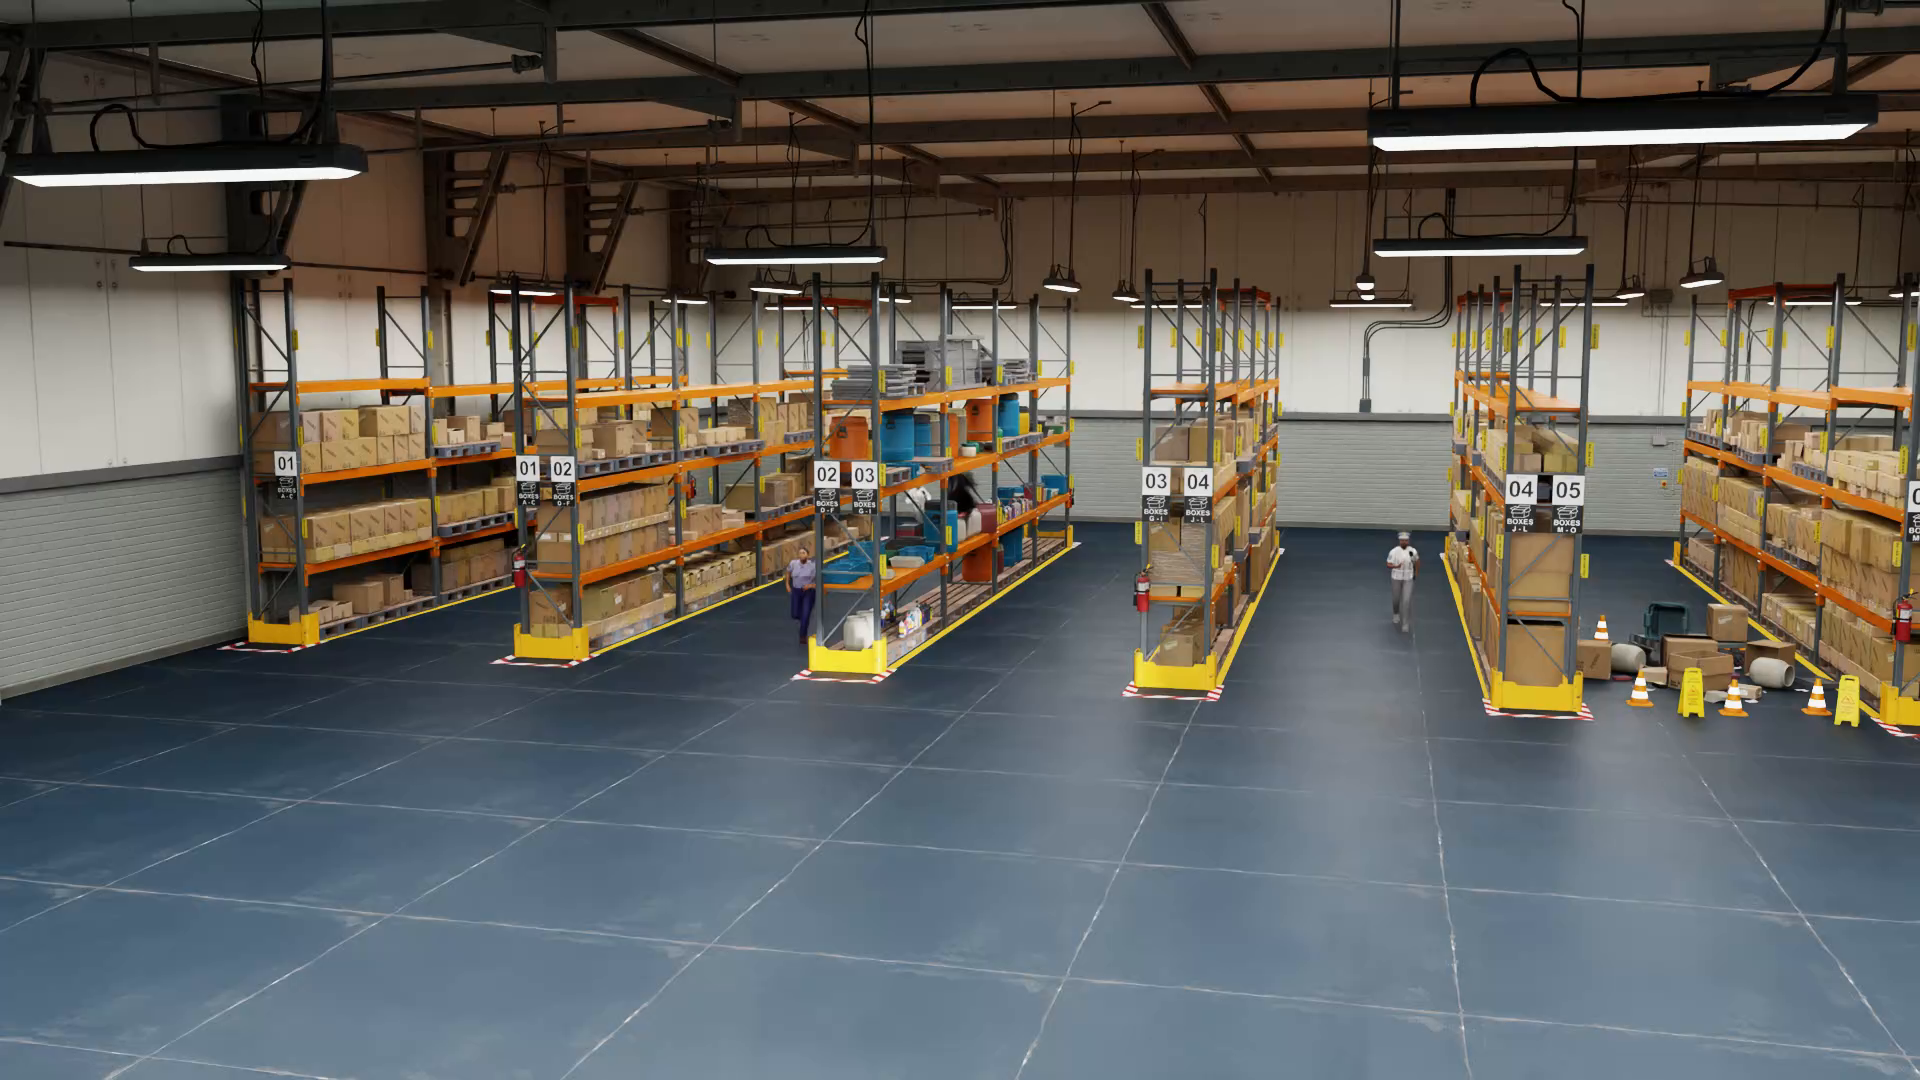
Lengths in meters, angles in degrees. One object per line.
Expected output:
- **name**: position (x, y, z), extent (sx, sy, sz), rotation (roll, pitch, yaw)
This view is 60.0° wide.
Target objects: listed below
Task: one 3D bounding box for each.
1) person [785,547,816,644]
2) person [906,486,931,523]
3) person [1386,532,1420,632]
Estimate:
- **person**: position (-2.614, 0.907, 27.627), extent (0.644, 1.605, 0.648), rotation (1, 7, 9)
- **person**: position (-1.029, -0.720, 40.774), extent (0.608, 1.657, 0.916), rotation (-1, 7, -6)
- **person**: position (7.684, 0.688, 28.842), extent (0.575, 1.685, 0.938), rotation (2, 7, 13)
